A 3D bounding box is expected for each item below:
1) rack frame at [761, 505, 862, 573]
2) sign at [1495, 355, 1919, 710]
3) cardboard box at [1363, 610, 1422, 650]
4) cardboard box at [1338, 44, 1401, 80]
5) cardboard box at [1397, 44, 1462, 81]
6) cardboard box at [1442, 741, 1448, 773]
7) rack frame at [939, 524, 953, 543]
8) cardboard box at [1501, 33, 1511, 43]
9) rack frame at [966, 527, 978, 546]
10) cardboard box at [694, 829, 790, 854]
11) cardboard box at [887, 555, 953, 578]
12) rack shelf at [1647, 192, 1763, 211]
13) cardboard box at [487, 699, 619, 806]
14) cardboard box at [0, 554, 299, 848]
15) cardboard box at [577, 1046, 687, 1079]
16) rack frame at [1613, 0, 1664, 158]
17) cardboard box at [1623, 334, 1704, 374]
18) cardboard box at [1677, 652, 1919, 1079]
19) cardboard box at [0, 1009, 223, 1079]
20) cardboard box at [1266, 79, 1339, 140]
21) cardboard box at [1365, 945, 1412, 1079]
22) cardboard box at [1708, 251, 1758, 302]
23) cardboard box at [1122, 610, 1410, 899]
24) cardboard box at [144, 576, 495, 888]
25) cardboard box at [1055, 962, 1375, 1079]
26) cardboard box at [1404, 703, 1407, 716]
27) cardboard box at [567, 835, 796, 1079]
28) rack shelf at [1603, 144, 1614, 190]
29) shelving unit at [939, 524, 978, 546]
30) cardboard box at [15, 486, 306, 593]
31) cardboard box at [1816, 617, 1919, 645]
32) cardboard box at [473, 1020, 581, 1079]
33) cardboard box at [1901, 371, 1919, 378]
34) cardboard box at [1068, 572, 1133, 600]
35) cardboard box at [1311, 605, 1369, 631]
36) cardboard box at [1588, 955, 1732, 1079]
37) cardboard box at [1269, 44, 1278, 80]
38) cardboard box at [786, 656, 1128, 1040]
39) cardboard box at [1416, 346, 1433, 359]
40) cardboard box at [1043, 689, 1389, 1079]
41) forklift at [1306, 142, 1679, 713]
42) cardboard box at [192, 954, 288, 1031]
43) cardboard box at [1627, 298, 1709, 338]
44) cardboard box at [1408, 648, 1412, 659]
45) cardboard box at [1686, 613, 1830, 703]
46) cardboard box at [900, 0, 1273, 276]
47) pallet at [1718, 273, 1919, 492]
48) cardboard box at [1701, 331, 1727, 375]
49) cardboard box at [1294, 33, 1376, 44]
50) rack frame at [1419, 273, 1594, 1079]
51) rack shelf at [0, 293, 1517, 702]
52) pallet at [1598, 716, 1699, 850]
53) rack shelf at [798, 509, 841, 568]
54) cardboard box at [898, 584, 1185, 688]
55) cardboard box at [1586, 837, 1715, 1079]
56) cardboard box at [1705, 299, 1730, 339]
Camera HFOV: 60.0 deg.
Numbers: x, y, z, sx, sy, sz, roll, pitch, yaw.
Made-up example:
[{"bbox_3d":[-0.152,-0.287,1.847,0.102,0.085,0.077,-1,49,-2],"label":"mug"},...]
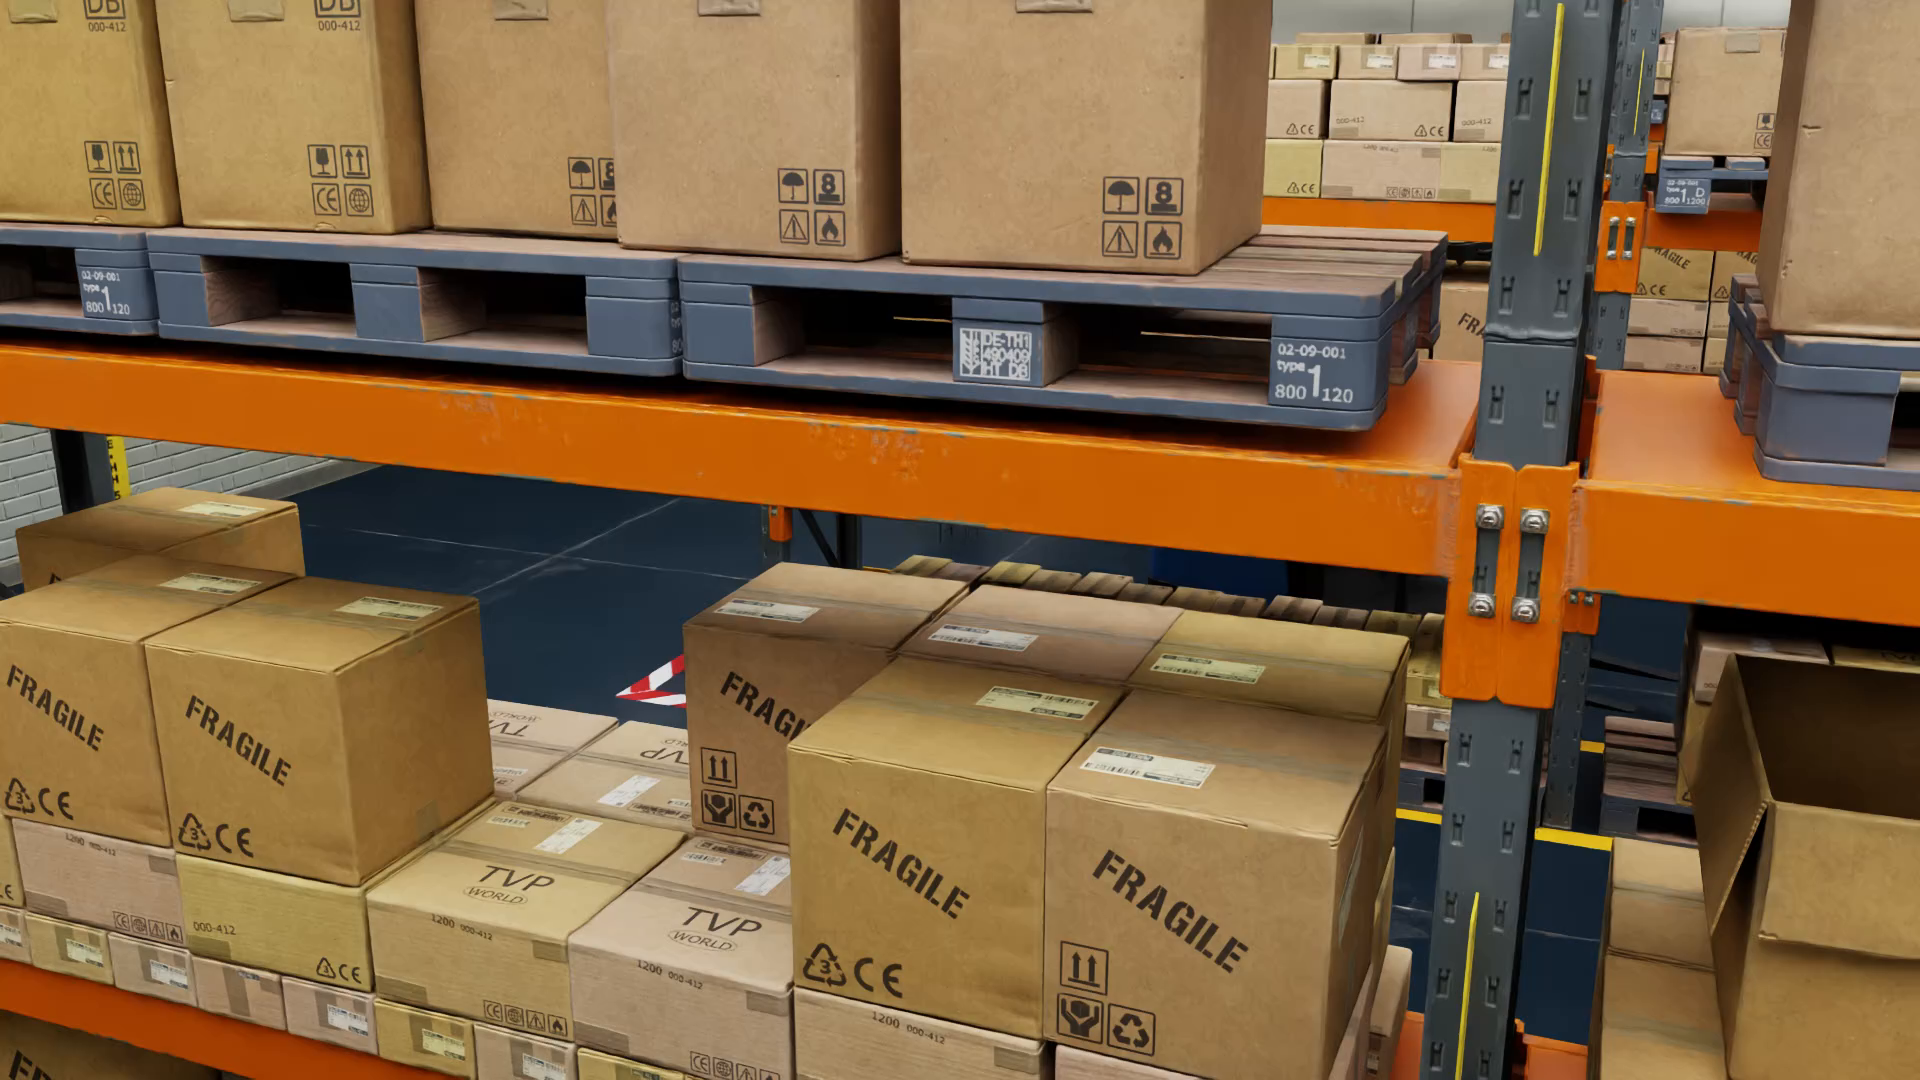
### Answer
[{"bbox_3d":[-0.810,-0.654,9.046,0.127,3.000,1.000,6,17,21],"label":"rack frame"},{"bbox_3d":[5.397,-1.940,8.319,4.000,0.966,14.919,6,17,21],"label":"sign"},{"bbox_3d":[2.179,0.491,8.395,0.269,0.149,0.392,7,18,23],"label":"cardboard box"},{"bbox_3d":[1.827,-2.102,7.311,0.250,0.149,0.380,7,18,23],"label":"cardboard box"},{"bbox_3d":[2.028,-2.045,7.113,0.250,0.149,0.380,6,17,21],"label":"cardboard box"},{"bbox_3d":[2.422,0.971,7.810,0.250,0.149,0.380,7,17,21],"label":"cardboard box"},{"bbox_3d":[-0.102,-0.443,12.087,0.006,0.900,0.240,6,17,21],"label":"rack frame"},{"bbox_3d":[4.163,-3.392,11.985,0.500,0.500,0.500,7,17,22],"label":"cardboard box"},{"bbox_3d":[0.087,-0.423,12.015,0.006,0.900,0.240,6,17,21],"label":"rack frame"},{"bbox_3d":[-0.288,0.741,3.978,0.500,0.250,0.500,7,17,22],"label":"cardboard box"},{"bbox_3d":[-0.224,0.216,9.342,0.250,0.149,0.380,6,17,21],"label":"cardboard box"},{"bbox_3d":[4.772,-1.264,6.577,3.809,0.052,0.919,6,17,21],"label":"rack shelf"},{"bbox_3d":[-1.230,0.636,4.338,0.500,0.250,0.500,6,17,19],"label":"cardboard box"},{"bbox_3d":[-1.911,0.361,3.939,0.500,0.500,0.500,6,17,19],"label":"cardboard box"},{"bbox_3d":[-0.602,1.074,3.544,0.250,0.149,0.380,6,17,20],"label":"cardboard box"},{"bbox_3d":[2.911,-3.126,6.801,0.127,3.000,1.000,6,17,21],"label":"rack frame"},{"bbox_3d":[4.946,-1.354,11.725,0.500,0.250,0.500,6,17,19],"label":"cardboard box"},{"bbox_3d":[1.595,0.565,2.870,0.637,0.503,0.797,6,17,19],"label":"cardboard box"},{"bbox_3d":[-2.099,1.485,4.735,0.875,0.875,0.875,6,17,21],"label":"cardboard box"},{"bbox_3d":[1.422,-1.943,7.479,0.500,0.250,0.500,7,18,23],"label":"cardboard box"},{"bbox_3d":[0.844,1.035,3.678,0.250,0.149,0.380,6,17,21],"label":"cardboard box"},{"bbox_3d":[5.421,-1.903,11.375,0.500,0.500,0.500,6,17,20],"label":"cardboard box"},{"bbox_3d":[0.646,0.485,3.514,0.500,0.500,0.500,6,17,21],"label":"cardboard box"},{"bbox_3d":[-1.427,0.413,3.762,0.500,0.500,0.500,6,17,19],"label":"cardboard box"},{"bbox_3d":[0.490,0.983,3.142,0.500,0.250,0.500,6,17,20],"label":"cardboard box"},{"bbox_3d":[1.990,0.783,7.924,0.250,0.149,0.380,6,17,19],"label":"cardboard box"},{"bbox_3d":[-0.467,0.879,3.502,0.500,0.250,0.500,7,17,22],"label":"cardboard box"},{"bbox_3d":[2.773,-2.839,12.482,4.000,0.370,1.077,6,17,21],"label":"rack shelf"},{"bbox_3d":[4.042,-0.275,5.863,12.137,4.047,8.426,6,17,21],"label":"shelving unit"},{"bbox_3d":[-2.174,0.173,4.589,0.500,0.500,0.500,7,17,21],"label":"cardboard box"},{"bbox_3d":[4.170,0.460,7.593,0.500,0.250,0.500,7,18,23],"label":"cardboard box"},{"bbox_3d":[-0.838,1.048,3.635,0.250,0.149,0.380,7,17,22],"label":"cardboard box"},{"bbox_3d":[6.361,-1.191,11.165,0.500,0.250,0.500,6,17,20],"label":"cardboard box"},{"bbox_3d":[0.764,0.306,9.032,0.250,0.149,0.380,7,18,23],"label":"cardboard box"},{"bbox_3d":[1.928,0.470,8.466,0.250,0.149,0.380,6,17,19],"label":"cardboard box"},{"bbox_3d":[1.334,1.095,2.842,0.500,0.500,0.500,6,17,21],"label":"cardboard box"},{"bbox_3d":[1.307,-2.132,7.413,0.265,0.149,0.390,7,18,22],"label":"cardboard box"},{"bbox_3d":[0.007,0.570,3.220,0.500,0.500,0.500,6,17,21],"label":"cardboard box"},{"bbox_3d":[1.892,-0.945,7.544,0.500,0.500,0.500,6,17,19],"label":"cardboard box"},{"bbox_3d":[0.472,0.623,3.040,0.500,0.500,0.500,7,18,22],"label":"cardboard box"},{"bbox_3d":[3.682,-2.753,12.315,7.586,5.209,9.645,-15,22,-43],"label":"forklift"},{"bbox_3d":[-1.558,0.969,3.906,0.250,0.149,0.380,6,17,20],"label":"cardboard box"},{"bbox_3d":[4.939,-1.589,11.639,0.500,0.250,0.500,6,17,19],"label":"cardboard box"},{"bbox_3d":[1.998,0.628,7.922,0.250,0.149,0.380,6,17,20],"label":"cardboard box"},{"bbox_3d":[3.502,0.538,7.326,0.500,0.250,0.500,5,17,18],"label":"cardboard box"},{"bbox_3d":[0.247,-0.772,2.959,0.500,0.500,0.700,5,17,17],"label":"cardboard box"},{"bbox_3d":[1.868,-0.236,2.571,1.217,0.209,0.805,6,17,18],"label":"pallet"},{"bbox_3d":[5.428,-1.301,11.544,0.500,0.250,0.500,6,17,19],"label":"cardboard box"},{"bbox_3d":[2.733,-3.441,12.155,0.500,0.500,0.500,7,17,22],"label":"cardboard box"},{"bbox_3d":[0.997,1.031,3.242,0.127,3.000,1.000,6,17,21],"label":"rack frame"},{"bbox_3d":[-0.863,-0.269,3.628,4.000,0.370,1.077,6,17,21],"label":"rack shelf"},{"bbox_3d":[3.636,1.174,7.753,1.213,0.211,1.003,6,17,21],"label":"pallet"},{"bbox_3d":[-0.811,-0.653,9.044,0.053,2.616,0.949,6,17,21],"label":"rack shelf"},{"bbox_3d":[0.190,0.432,3.694,0.500,0.500,0.500,6,17,21],"label":"cardboard box"},{"bbox_3d":[1.533,0.960,3.307,0.500,0.500,0.500,6,17,21],"label":"cardboard box"},{"bbox_3d":[5.435,-1.543,11.480,0.500,0.250,0.500,7,17,21],"label":"cardboard box"}]
